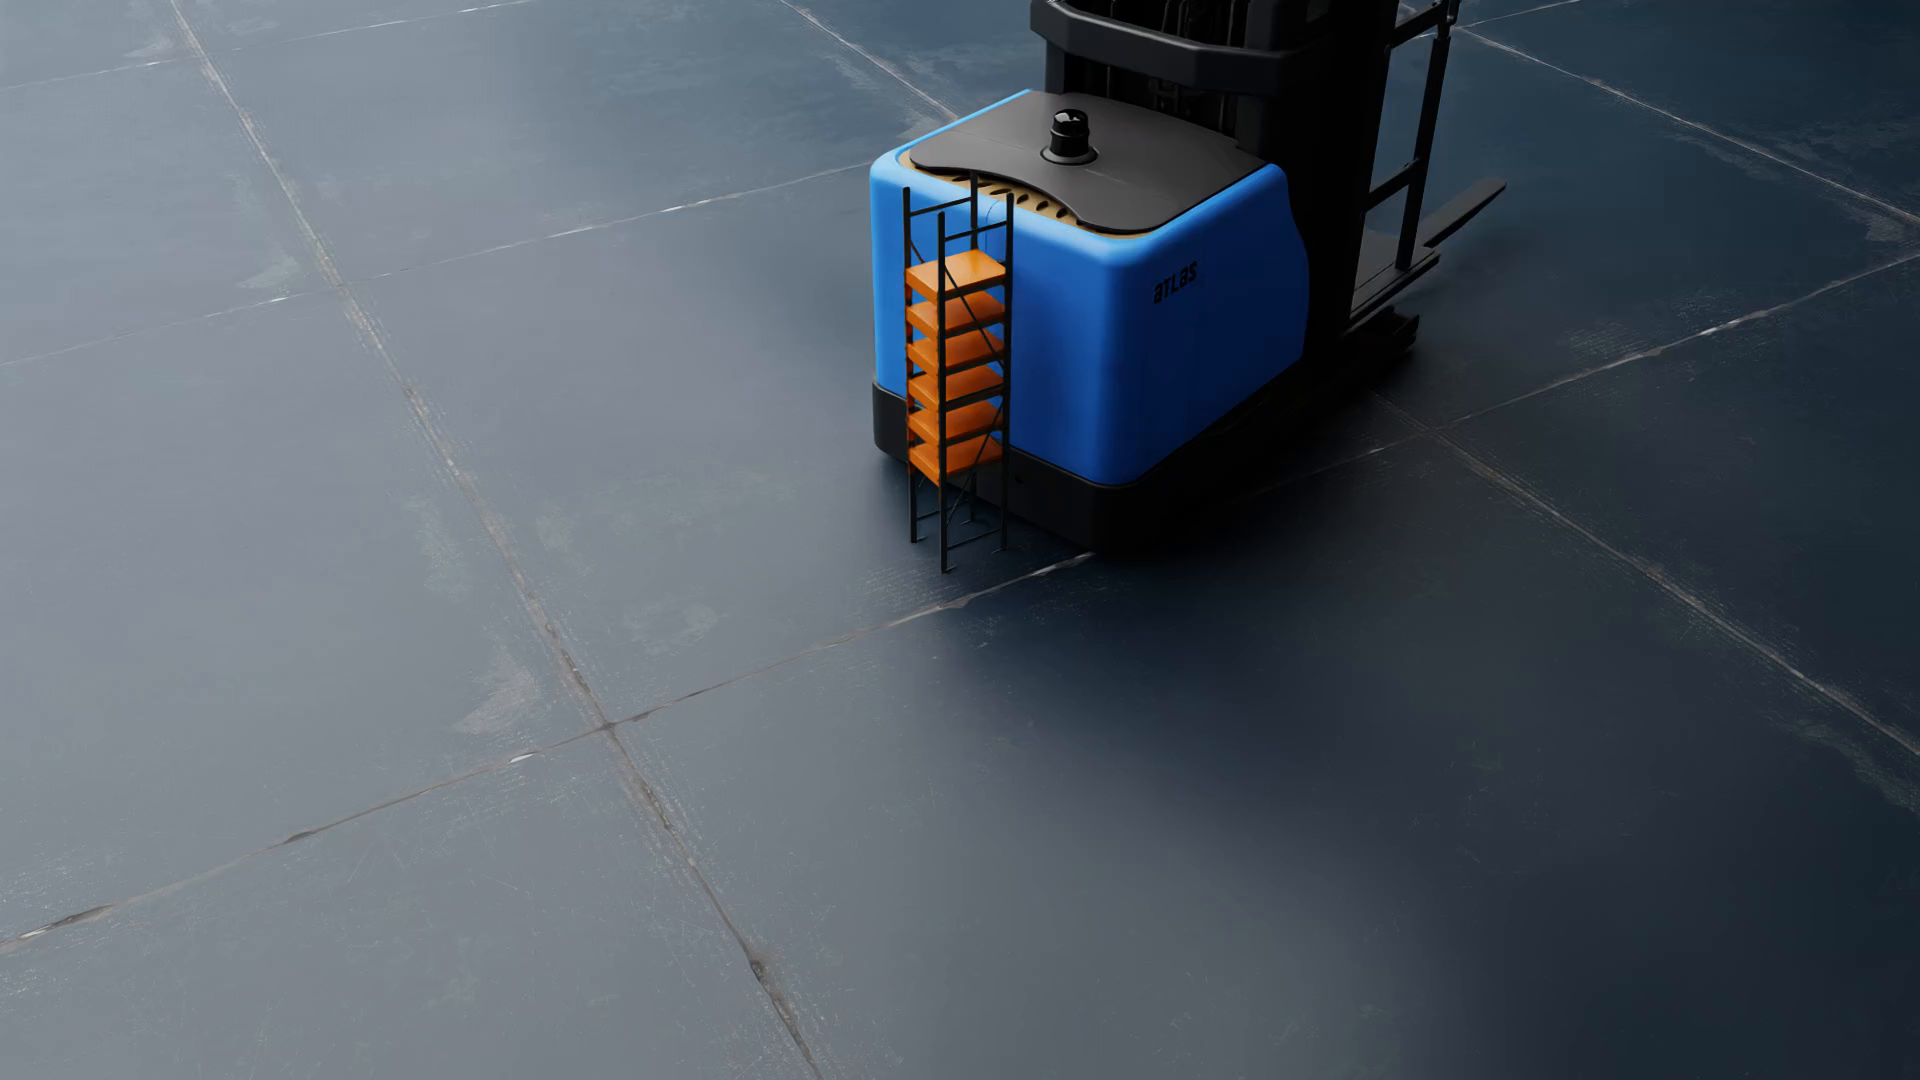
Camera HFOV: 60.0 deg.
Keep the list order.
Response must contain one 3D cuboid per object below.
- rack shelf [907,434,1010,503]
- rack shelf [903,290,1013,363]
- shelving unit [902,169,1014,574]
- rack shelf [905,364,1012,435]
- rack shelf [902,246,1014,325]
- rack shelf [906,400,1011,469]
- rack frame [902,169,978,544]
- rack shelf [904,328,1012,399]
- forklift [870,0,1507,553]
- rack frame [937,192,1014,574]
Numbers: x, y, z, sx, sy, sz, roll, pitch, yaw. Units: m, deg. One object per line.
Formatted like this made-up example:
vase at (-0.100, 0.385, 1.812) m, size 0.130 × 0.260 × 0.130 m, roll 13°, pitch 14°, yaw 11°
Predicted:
rack shelf at (-0.005, -0.235, 5.037) m, size 0.258 × 0.103 × 0.180 m, roll -20°, pitch 41°, yaw -25°
rack shelf at (-0.005, -0.623, 4.754) m, size 0.258 × 0.103 × 0.180 m, roll -20°, pitch 41°, yaw -25°
shelving unit at (-0.005, -0.465, 4.869) m, size 0.258 × 1.200 × 0.189 m, roll -20°, pitch 41°, yaw -25°
rack shelf at (-0.005, -0.429, 4.895) m, size 0.258 × 0.103 × 0.180 m, roll -20°, pitch 41°, yaw -25°
rack shelf at (-0.005, -0.720, 4.683) m, size 0.258 × 0.103 × 0.180 m, roll -20°, pitch 41°, yaw -25°
rack shelf at (-0.005, -0.332, 4.966) m, size 0.258 × 0.103 × 0.180 m, roll -20°, pitch 41°, yaw -25°
rack frame at (-0.053, -0.511, 4.932) m, size 0.240 × 1.200 × 0.006 m, roll -20°, pitch 41°, yaw -25°
rack shelf at (-0.005, -0.526, 4.825) m, size 0.258 × 0.103 × 0.180 m, roll -20°, pitch 41°, yaw -25°
forklift at (1.044, -1.941, 5.423) m, size 1.130 × 2.935 × 3.031 m, roll 26°, pitch 44°, yaw 31°
rack frame at (0.043, -0.419, 4.806) m, size 0.240 × 1.200 × 0.006 m, roll -20°, pitch 41°, yaw -25°
